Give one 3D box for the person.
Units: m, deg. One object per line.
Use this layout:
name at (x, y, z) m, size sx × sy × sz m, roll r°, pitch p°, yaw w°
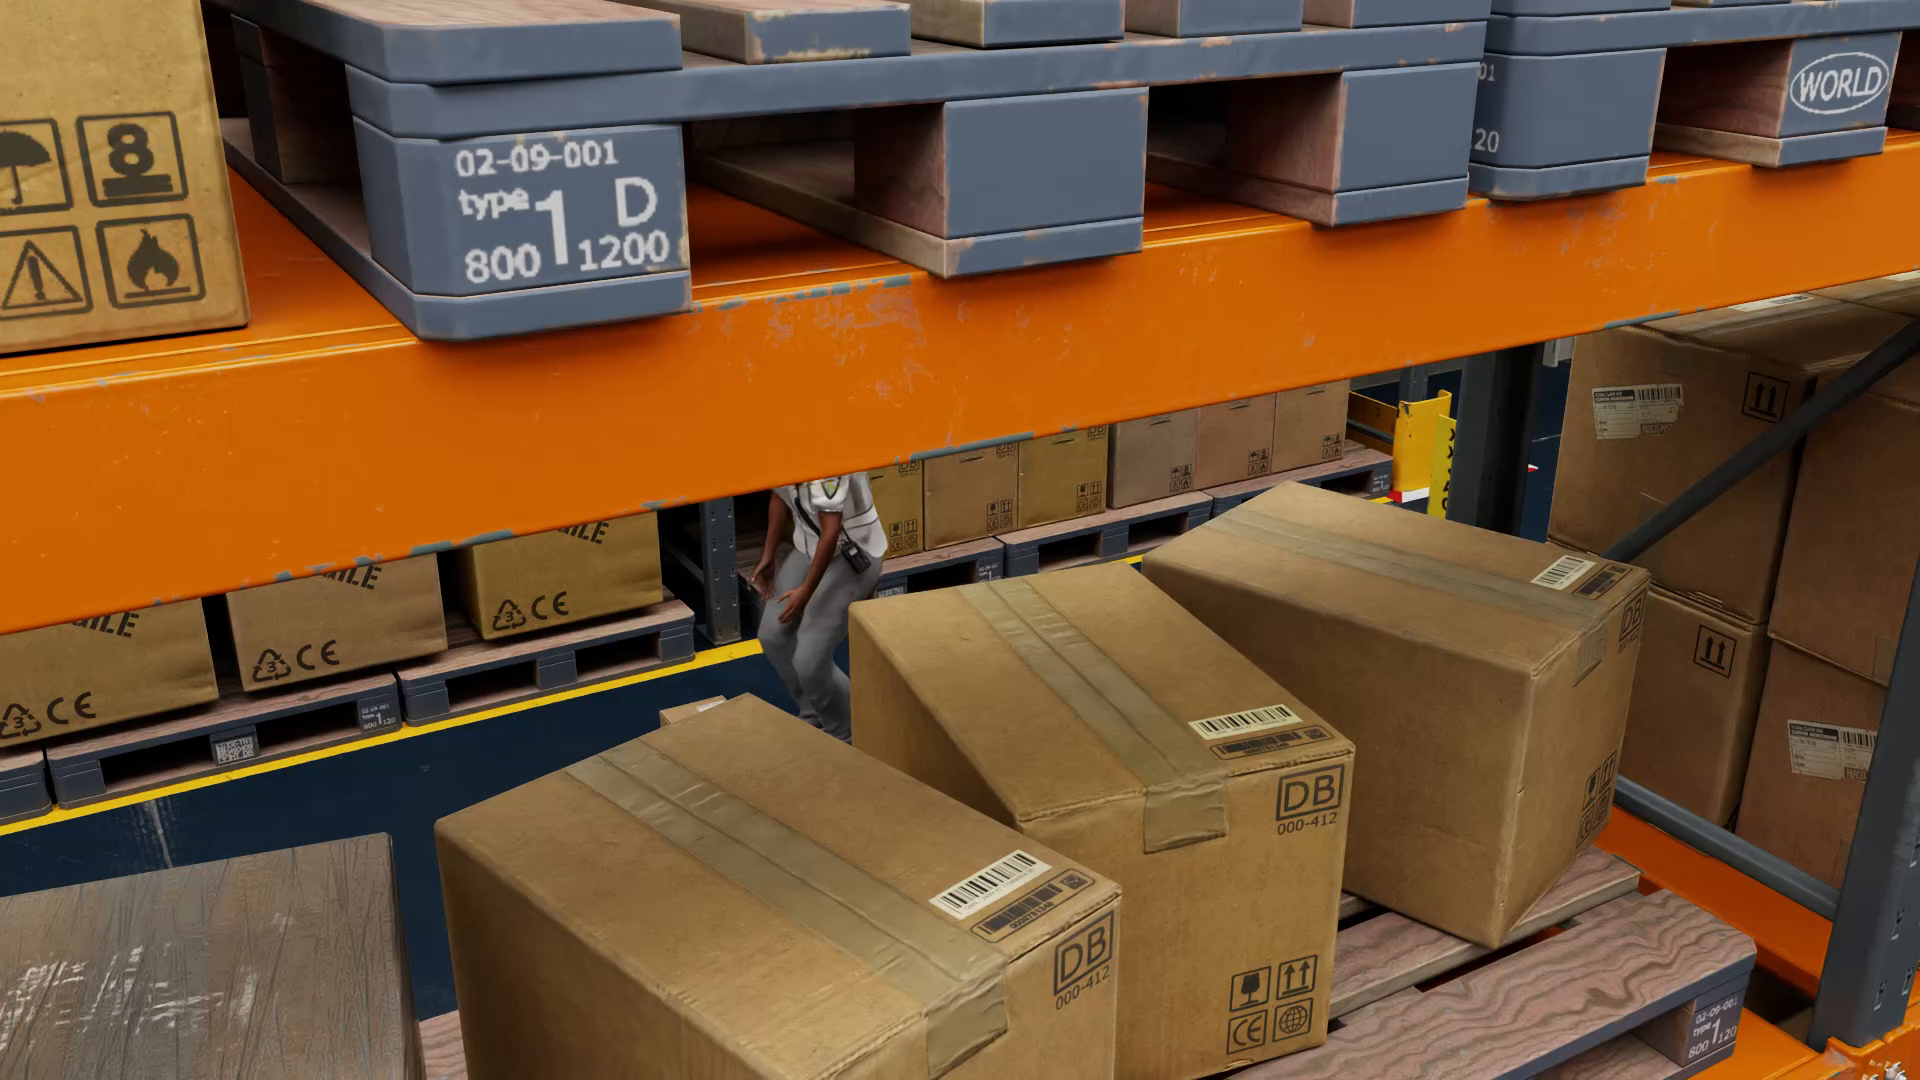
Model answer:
person at (-0.535, 0.092, 6.034) m, size 0.563 × 1.546 × 0.480 m, roll -12°, pitch 25°, yaw -27°
